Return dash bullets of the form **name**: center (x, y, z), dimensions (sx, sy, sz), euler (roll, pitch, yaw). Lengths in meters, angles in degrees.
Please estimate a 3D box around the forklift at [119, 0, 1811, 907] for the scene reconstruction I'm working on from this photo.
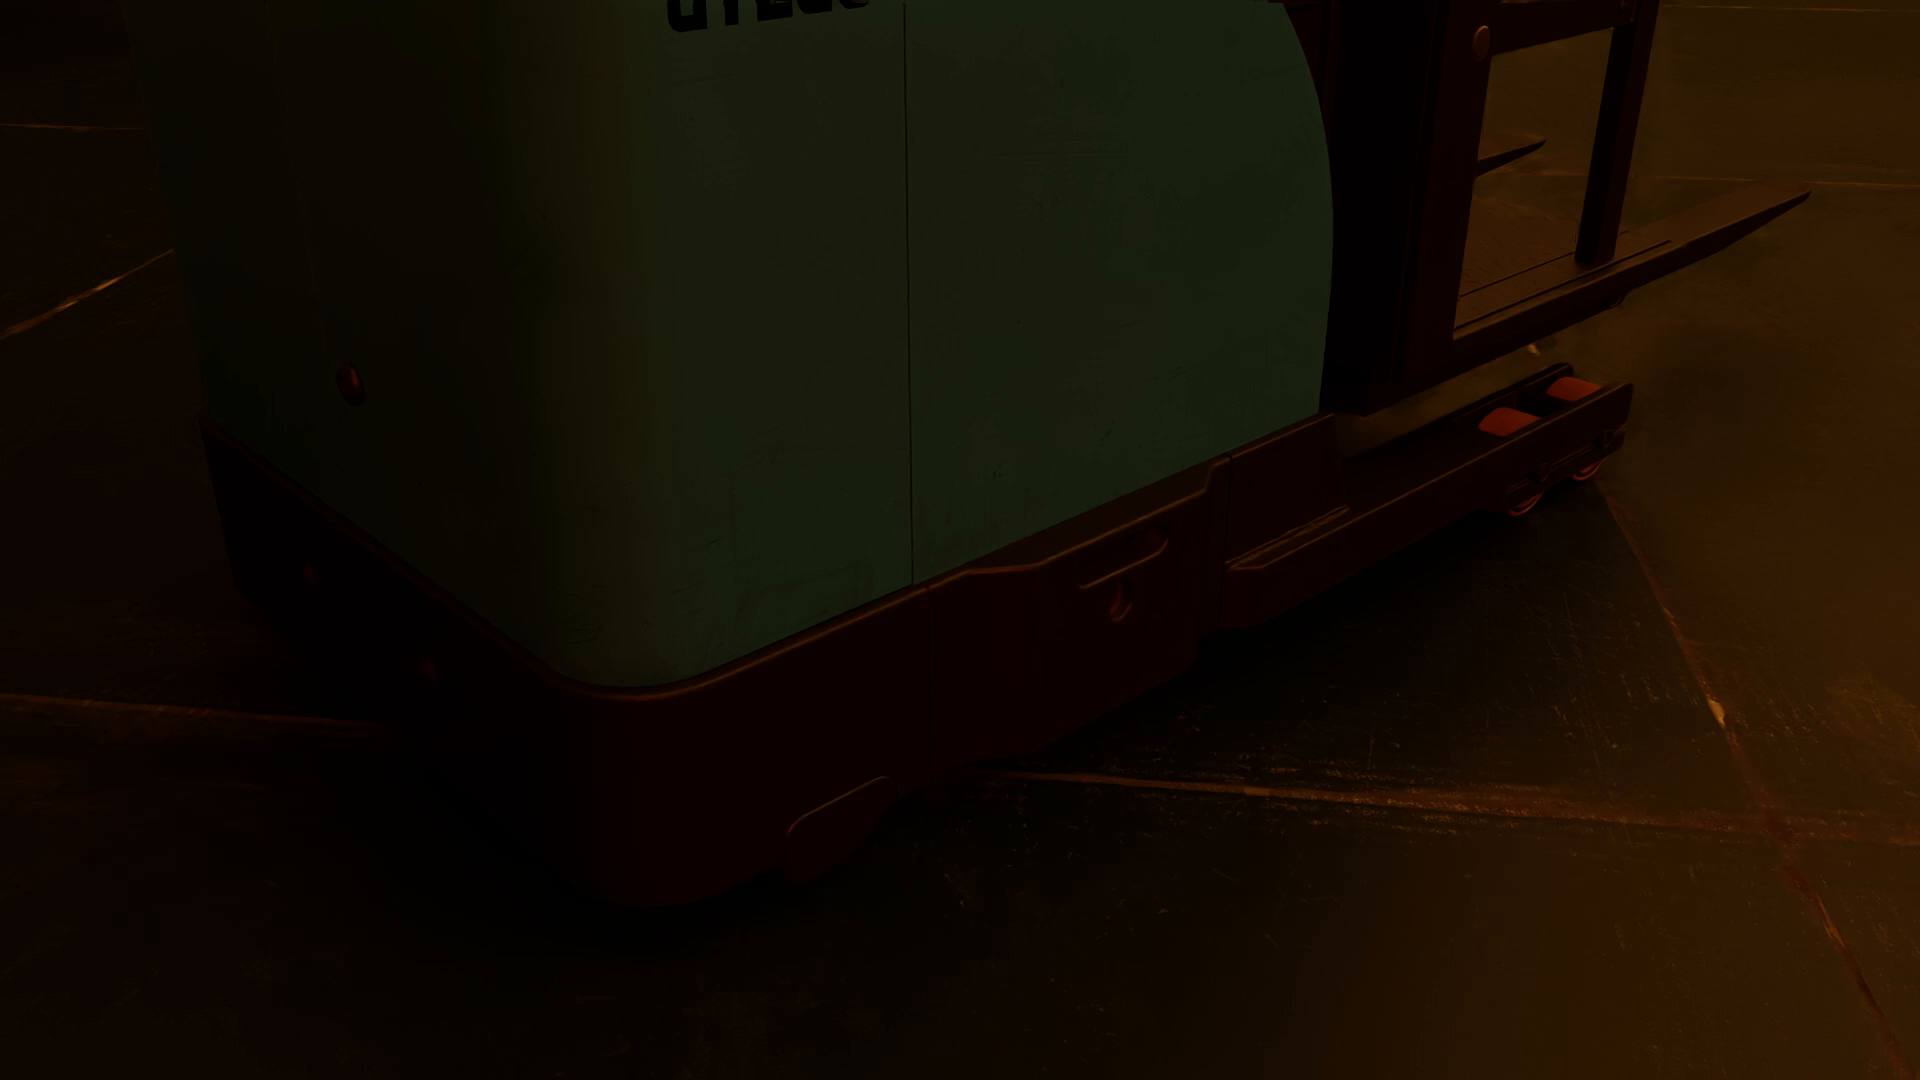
- **forklift**: center (0.444, -1.500, 2.223), dimensions (3.031, 2.935, 1.130), euler (-22, 34, -37)
